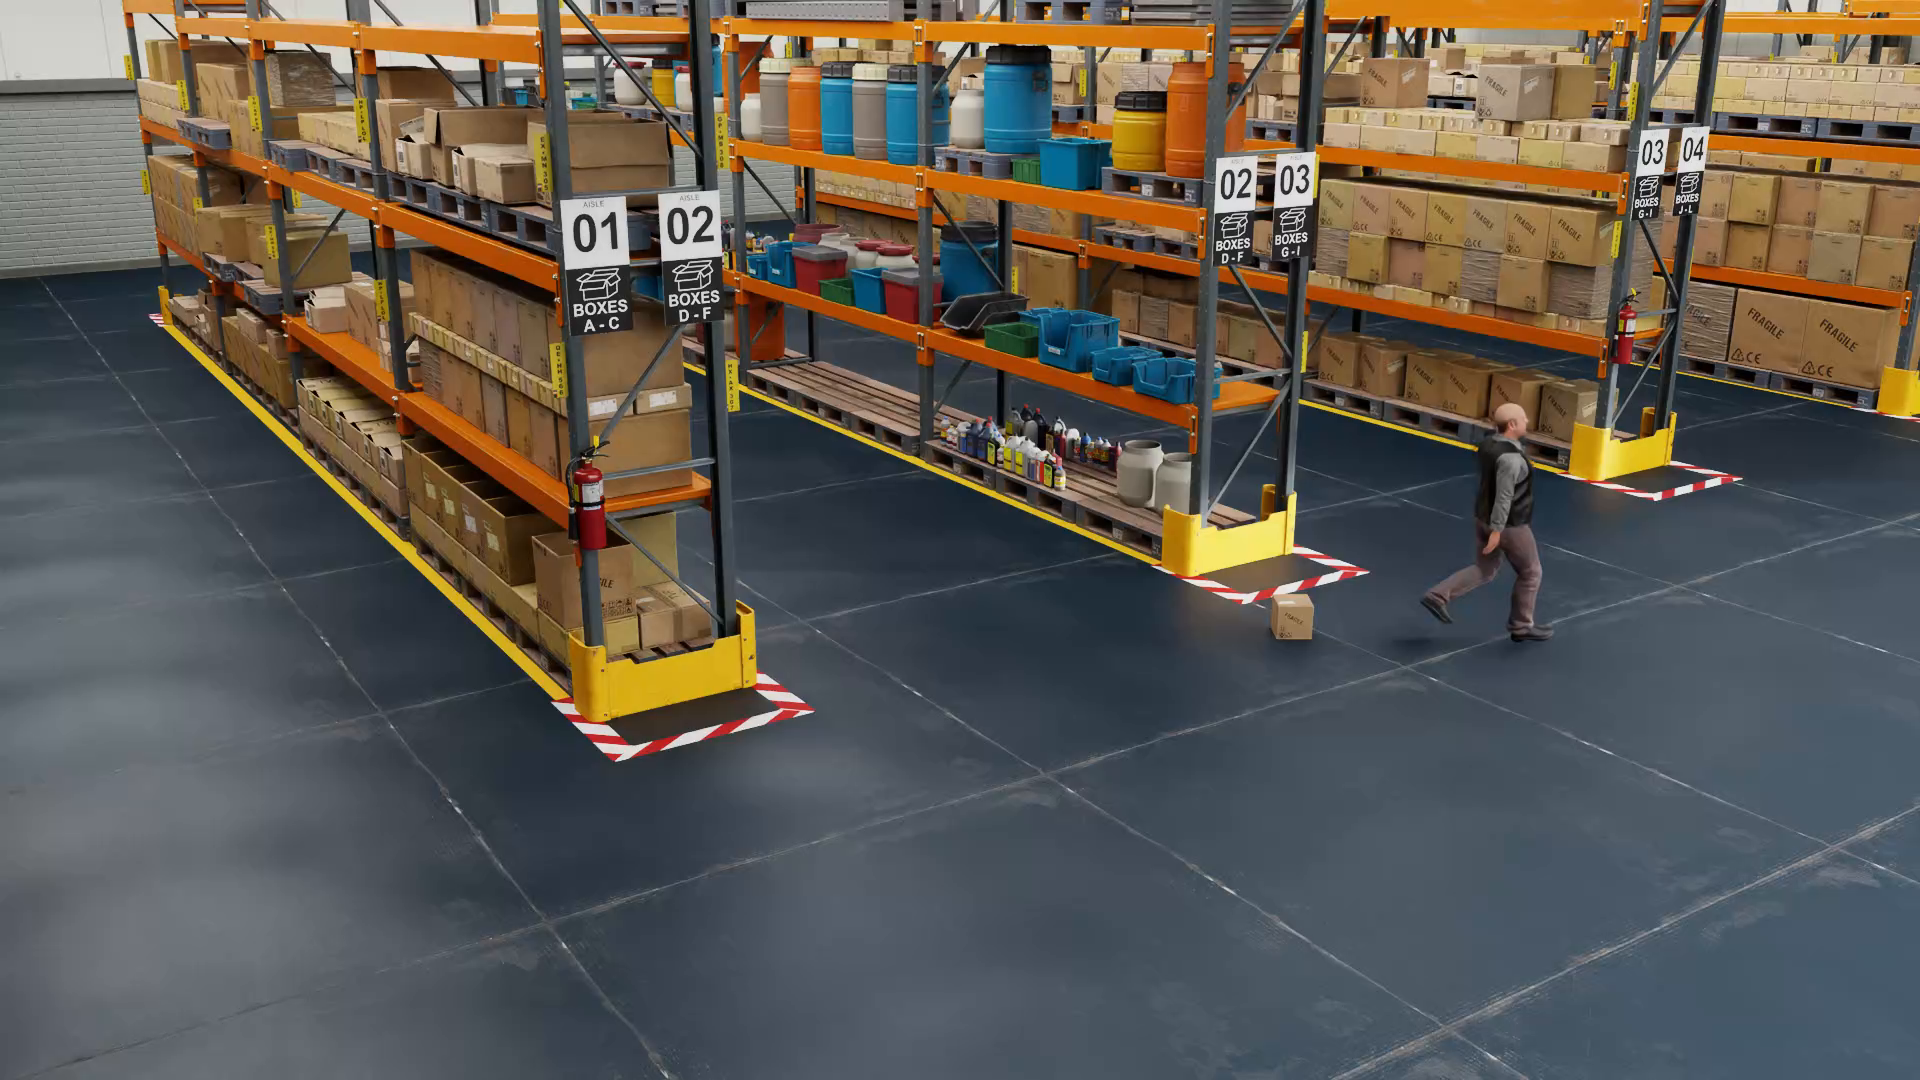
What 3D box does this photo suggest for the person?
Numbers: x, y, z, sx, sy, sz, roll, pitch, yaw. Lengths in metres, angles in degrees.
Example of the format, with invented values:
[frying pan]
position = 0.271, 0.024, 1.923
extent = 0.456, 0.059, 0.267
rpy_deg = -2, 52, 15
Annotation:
[person]
position = 3.694, -0.121, 11.440
extent = 0.902, 1.689, 0.537
rpy_deg = -2, 18, -5
